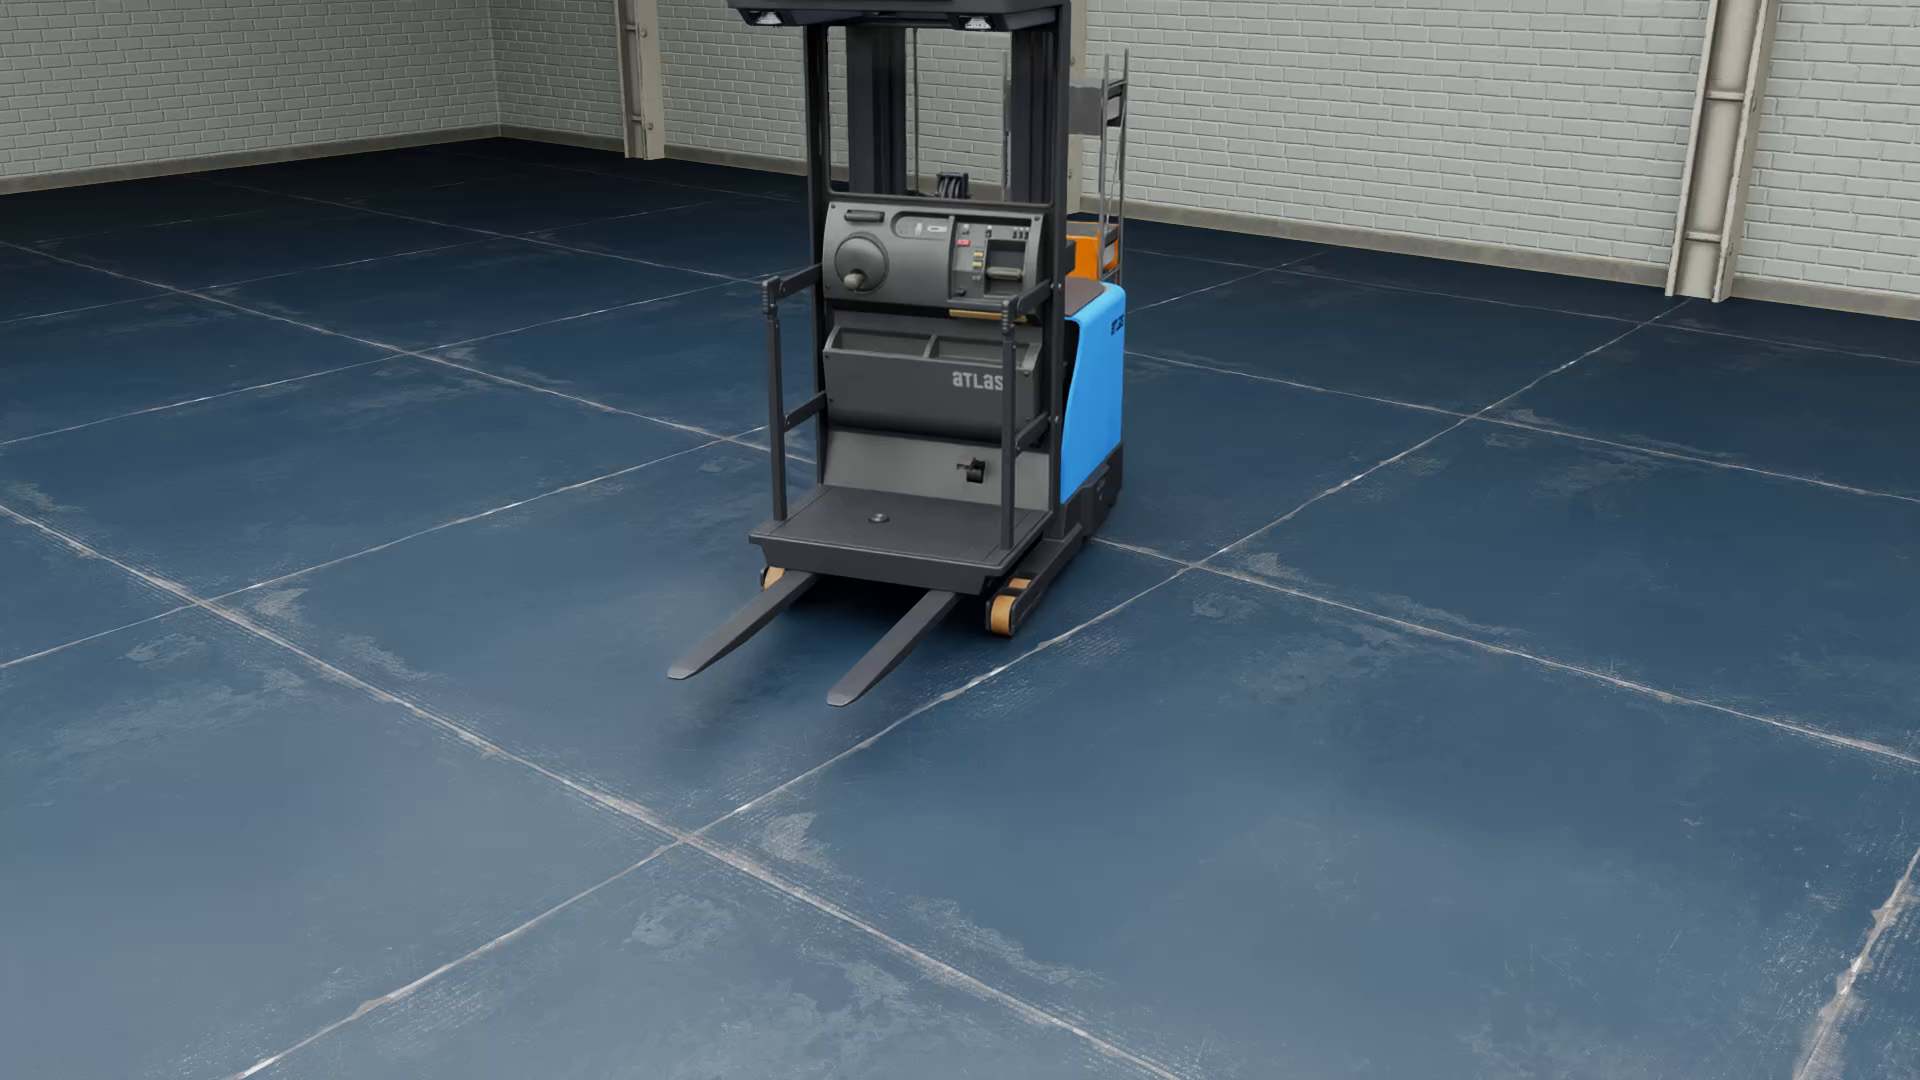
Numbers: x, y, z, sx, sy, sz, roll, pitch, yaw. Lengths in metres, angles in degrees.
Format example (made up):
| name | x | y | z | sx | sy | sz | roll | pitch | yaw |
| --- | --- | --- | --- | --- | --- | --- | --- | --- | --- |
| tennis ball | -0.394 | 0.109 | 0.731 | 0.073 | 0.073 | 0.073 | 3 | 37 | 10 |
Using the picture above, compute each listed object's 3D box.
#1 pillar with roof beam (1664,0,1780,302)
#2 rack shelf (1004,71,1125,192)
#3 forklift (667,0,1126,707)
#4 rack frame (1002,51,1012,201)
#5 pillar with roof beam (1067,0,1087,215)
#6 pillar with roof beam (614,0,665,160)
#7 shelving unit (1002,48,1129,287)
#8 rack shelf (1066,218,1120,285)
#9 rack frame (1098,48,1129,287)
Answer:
| name | x | y | z | sx | sy | sz | roll | pitch | yaw |
| --- | --- | --- | --- | --- | --- | --- | --- | --- | --- |
| pillar with roof beam | 2.856 | -4.883 | 7.864 | 0.400 | 9.000 | 9.100 | 16 | 26 | 36 |
| rack shelf | 0.505 | -1.975 | 7.984 | 0.480 | 0.518 | 0.431 | 7 | 22 | 19 |
| forklift | -0.188 | -1.150 | 6.563 | 1.130 | 2.935 | 3.031 | 7 | 22 | 19 |
| rack frame | 0.276 | -1.362 | 8.305 | 0.015 | 2.100 | 0.400 | 7 | 22 | 19 |
| pillar with roof beam | -1.792 | -6.222 | 11.414 | 0.400 | 9.000 | 9.100 | 16 | 26 | 36 |
| pillar with roof beam | -6.441 | -7.560 | 14.963 | 0.400 | 9.000 | 9.100 | 16 | 26 | 36 |
| shelving unit | 0.505 | -1.333 | 8.226 | 0.503 | 2.100 | 0.431 | 7 | 22 | 19 |
| rack shelf | 0.505 | -1.320 | 8.231 | 0.480 | 0.518 | 0.431 | 7 | 22 | 19 |
| rack frame | 0.735 | -1.303 | 8.148 | 0.015 | 2.100 | 0.400 | 7 | 22 | 19 |
